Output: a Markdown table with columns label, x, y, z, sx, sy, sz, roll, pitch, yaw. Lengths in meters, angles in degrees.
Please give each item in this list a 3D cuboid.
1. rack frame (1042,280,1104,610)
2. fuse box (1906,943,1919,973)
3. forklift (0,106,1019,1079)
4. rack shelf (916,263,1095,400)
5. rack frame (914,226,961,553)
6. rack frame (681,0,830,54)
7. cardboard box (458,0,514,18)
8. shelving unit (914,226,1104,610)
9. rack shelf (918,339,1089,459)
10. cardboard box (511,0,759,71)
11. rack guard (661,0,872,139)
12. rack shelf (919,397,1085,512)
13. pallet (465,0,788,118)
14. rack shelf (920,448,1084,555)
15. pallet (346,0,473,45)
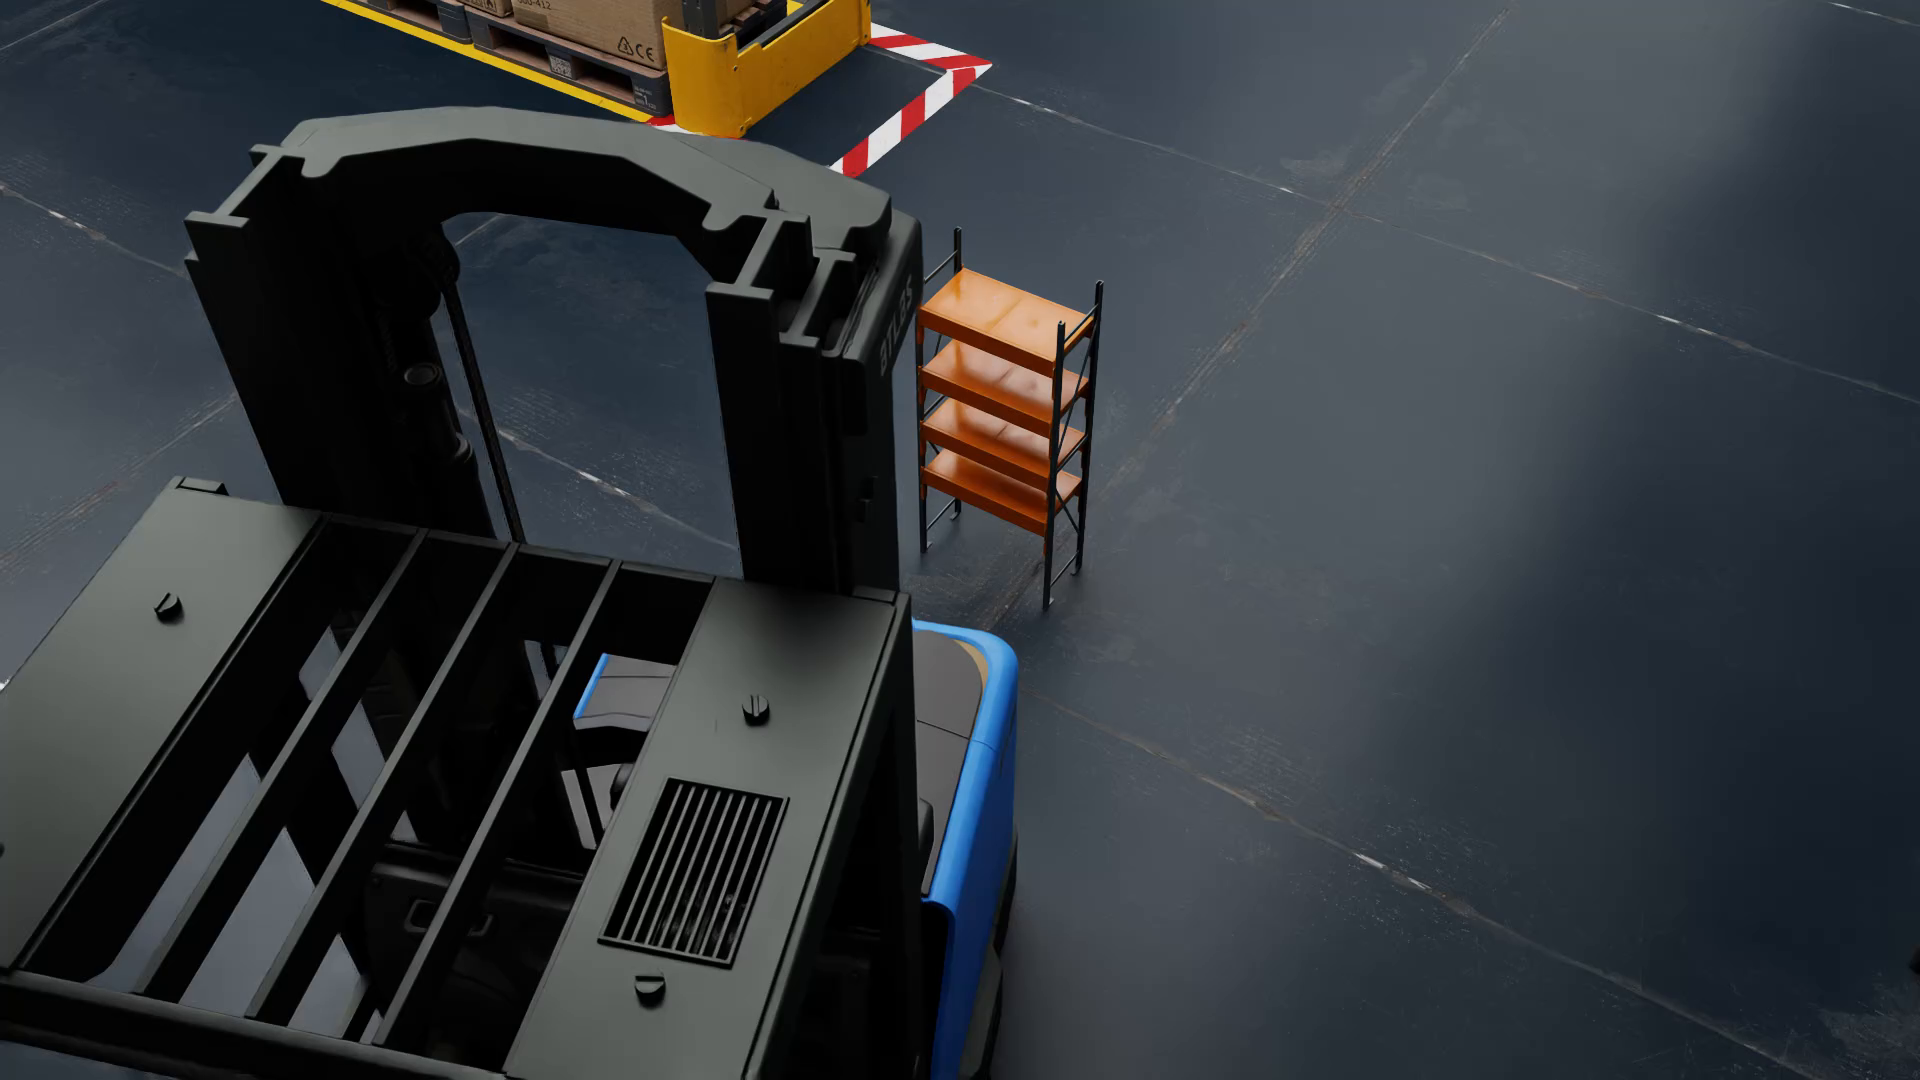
| label | x | y | z | sx | sy | sz | roll | pitch | yaw |
| --- | --- | --- | --- | --- | --- | --- | --- | --- | --- |
| rack frame | 0.345 | -0.260 | 5.166 | 0.015 | 1.200 | 0.240 | 25 | 51 | 22 |
| fuse box | 2.615 | 0.586 | 3.987 | 0.414 | 1.711 | 0.539 | 25 | 51 | 22 |
| forklift | -0.658 | 0.919 | 2.814 | 1.130 | 2.935 | 3.031 | 9 | 46 | 9 |
| rack shelf | 0.139 | -0.628 | 4.976 | 0.480 | 0.148 | 0.258 | 25 | 51 | 22 |
| rack frame | -0.066 | -0.449 | 5.349 | 0.015 | 1.200 | 0.240 | 25 | 51 | 22 |
| rack frame | -0.888 | -3.244 | 6.810 | 0.127 | 3.000 | 1.000 | 25 | 51 | 22 |
| cardboard box | -2.272 | -3.041 | 8.108 | 0.875 | 0.438 | 0.875 | 26 | 51 | 23 |
| shelving unit | 0.139 | -0.354 | 5.257 | 0.503 | 1.200 | 0.258 | 25 | 51 | 22 |
| rack shelf | 0.139 | -0.463 | 5.145 | 0.480 | 0.148 | 0.258 | 25 | 51 | 22 |
| cardboard box | -1.497 | -2.692 | 7.768 | 0.875 | 0.438 | 0.875 | 23 | 50 | 21 |
| rack guard | -0.867 | -2.363 | 7.698 | 0.348 | 0.500 | 1.175 | 25 | 51 | 22 |
| rack shelf | 0.139 | -0.307 | 5.306 | 0.480 | 0.148 | 0.258 | 25 | 51 | 22 |
| pallet | -1.603 | -2.534 | 8.065 | 1.213 | 0.211 | 1.003 | 25 | 51 | 22 |
| rack shelf | 0.139 | -0.169 | 5.448 | 0.480 | 0.148 | 0.258 | 25 | 51 | 22 |
| pallet | -2.626 | -3.007 | 8.525 | 1.213 | 0.211 | 1.003 | 25 | 51 | 22 |
